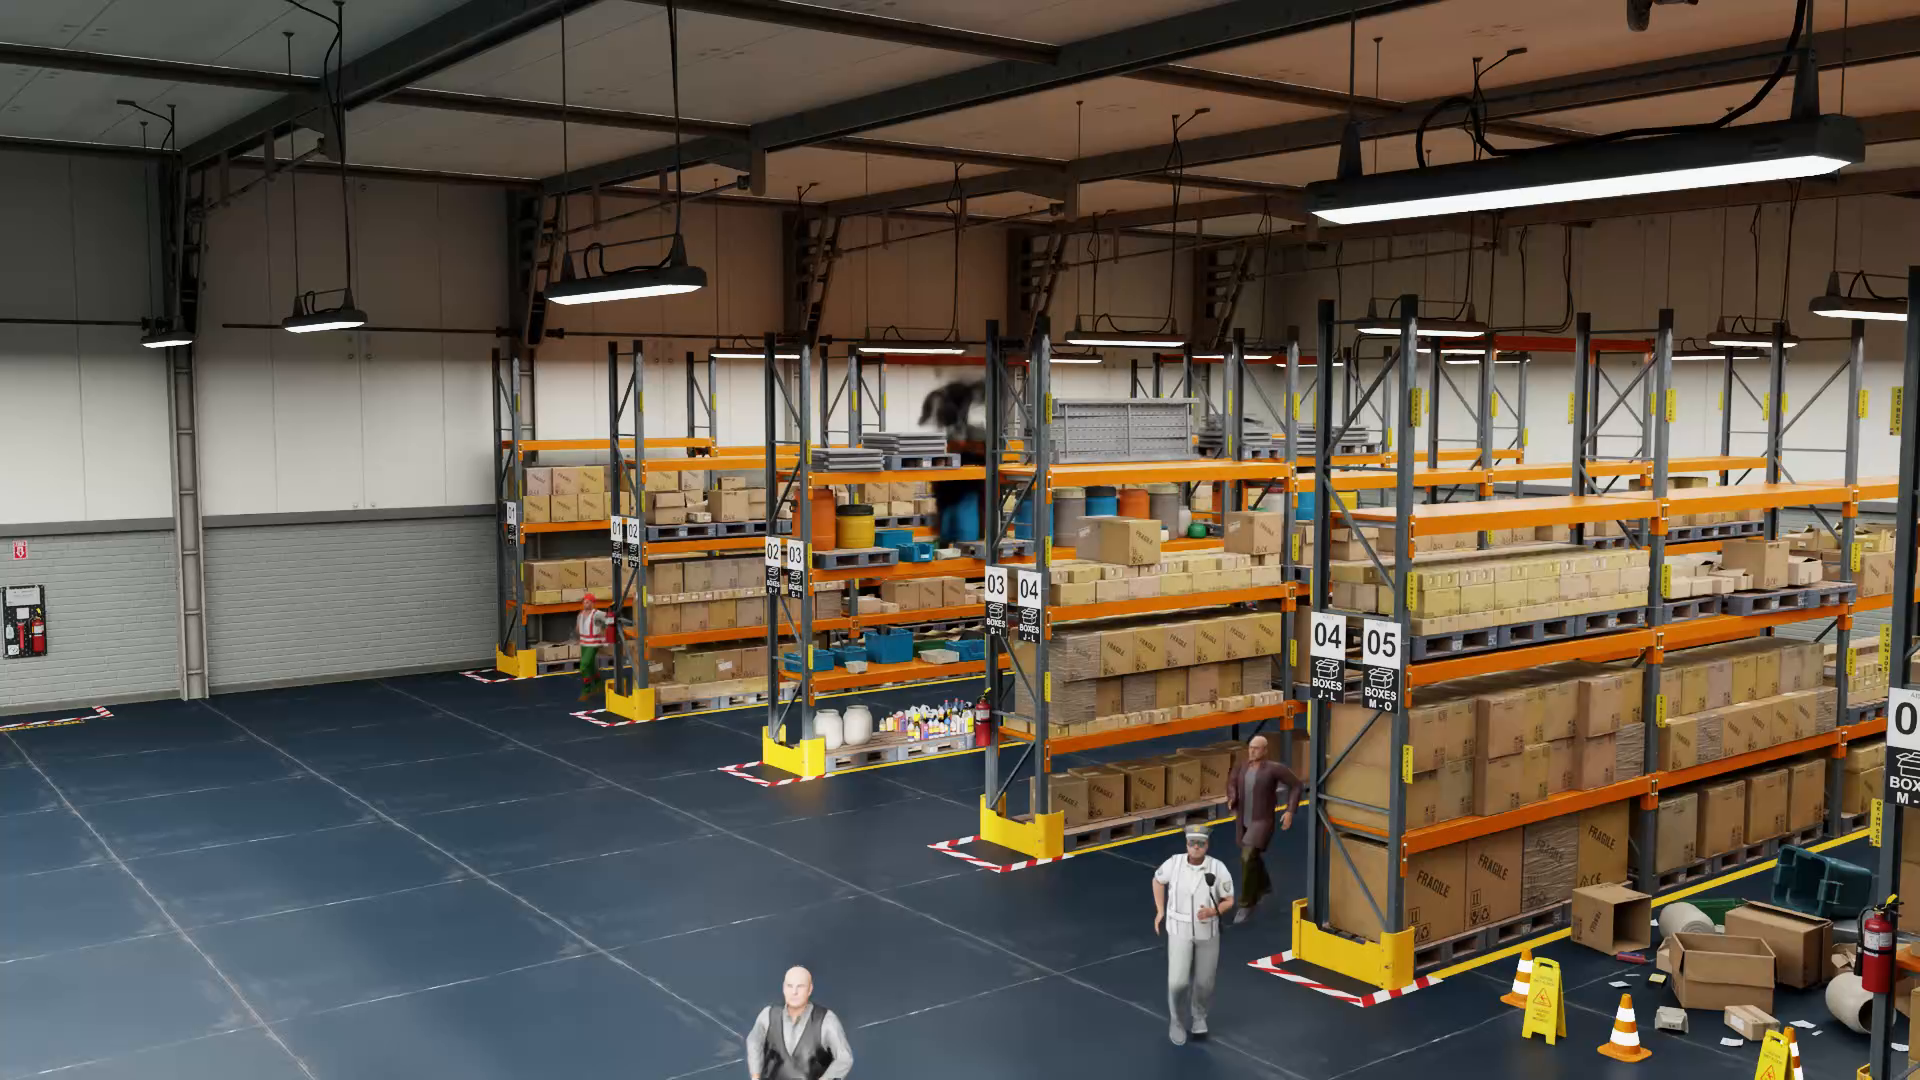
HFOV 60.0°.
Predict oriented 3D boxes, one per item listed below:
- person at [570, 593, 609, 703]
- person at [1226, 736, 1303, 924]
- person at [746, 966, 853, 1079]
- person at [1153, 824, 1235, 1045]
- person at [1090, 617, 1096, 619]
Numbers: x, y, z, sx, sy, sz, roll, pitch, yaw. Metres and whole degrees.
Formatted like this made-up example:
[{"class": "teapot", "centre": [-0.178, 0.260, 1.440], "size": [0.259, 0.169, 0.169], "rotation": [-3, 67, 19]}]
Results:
[{"class": "person", "centre": [-6.205, 1.817, 28.045], "size": [0.696, 1.853, 0.754], "rotation": [4, 6, 37]}, {"class": "person", "centre": [2.970, 2.846, 16.452], "size": [0.816, 1.856, 0.747], "rotation": [-4, 7, -41]}, {"class": "person", "centre": [-0.984, 3.420, 10.095], "size": [0.684, 1.699, 0.908], "rotation": [0, 5, 4]}, {"class": "person", "centre": [1.849, 3.133, 13.191], "size": [0.641, 1.795, 0.703], "rotation": [1, 5, 6]}, {"class": "person", "centre": [2.301, 1.813, 28.083], "size": [0.643, 1.743, 0.615], "rotation": [5, 7, 43]}]
